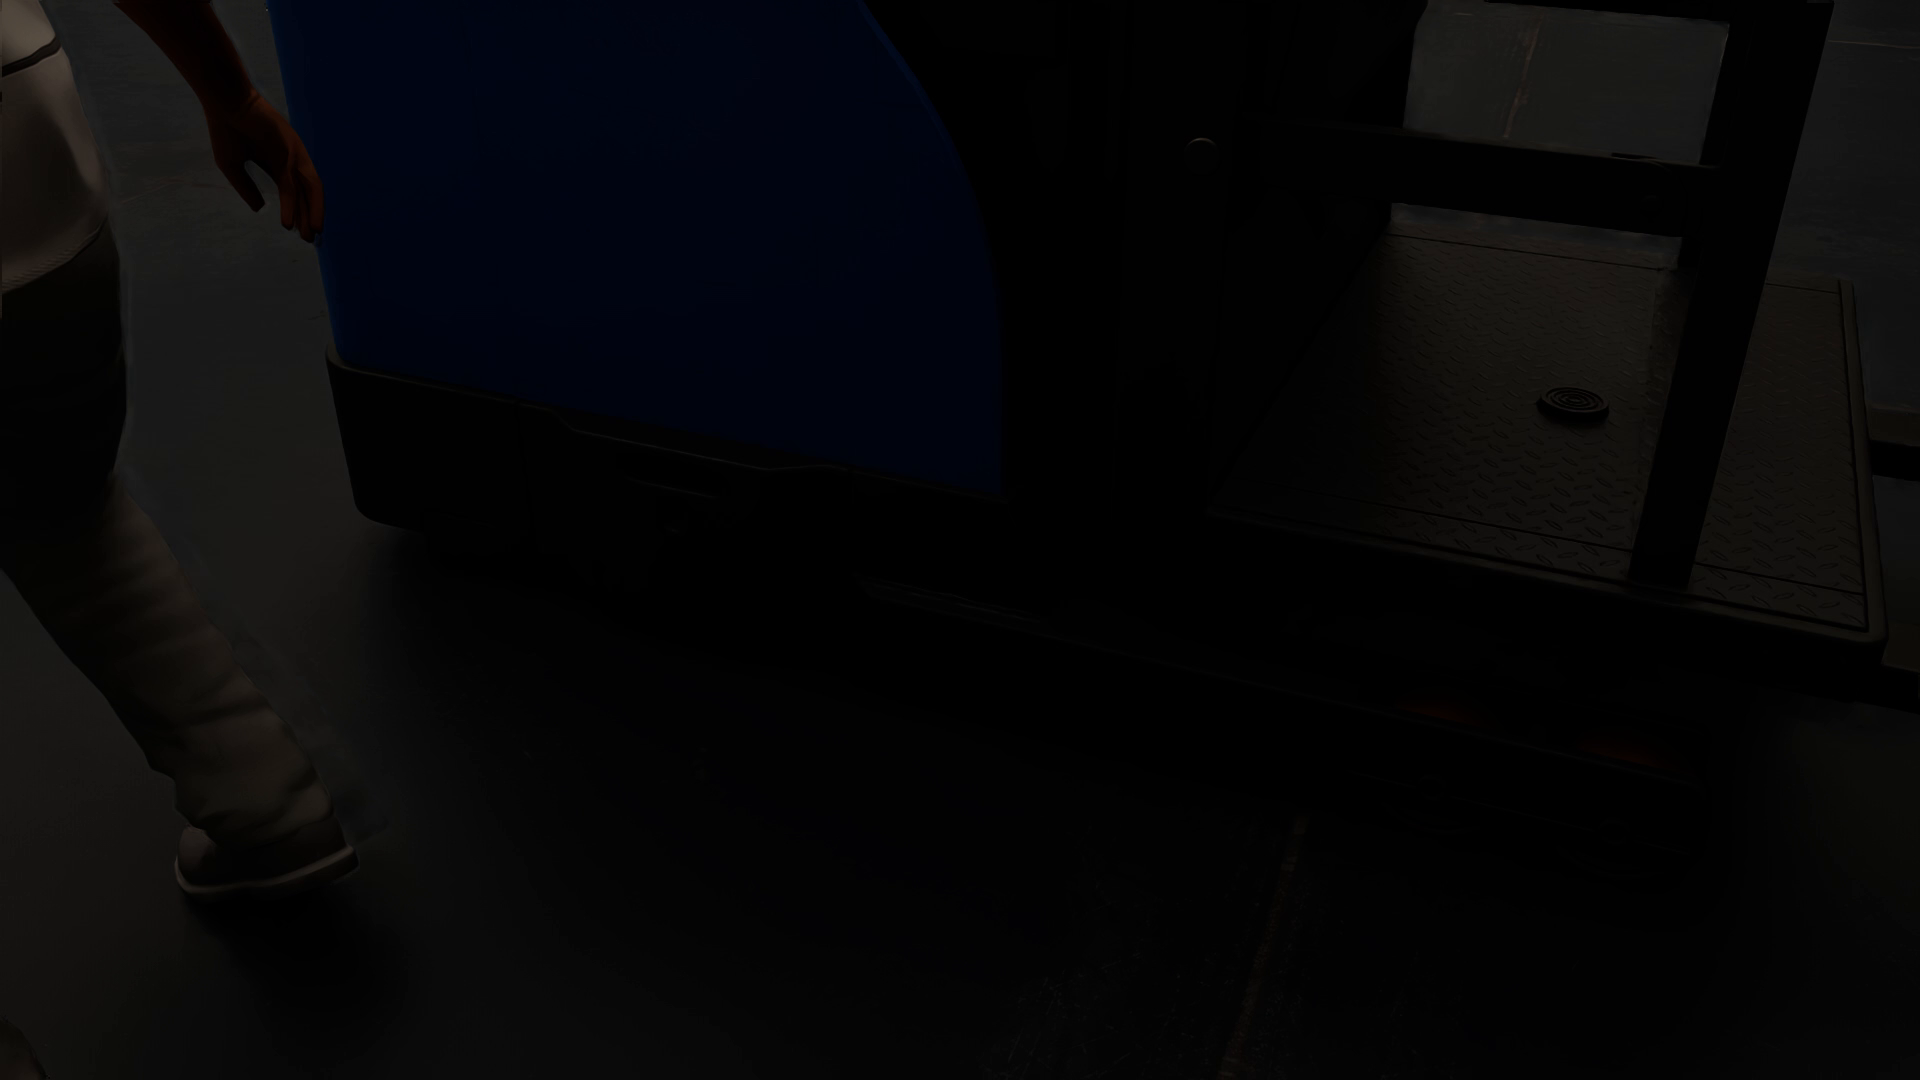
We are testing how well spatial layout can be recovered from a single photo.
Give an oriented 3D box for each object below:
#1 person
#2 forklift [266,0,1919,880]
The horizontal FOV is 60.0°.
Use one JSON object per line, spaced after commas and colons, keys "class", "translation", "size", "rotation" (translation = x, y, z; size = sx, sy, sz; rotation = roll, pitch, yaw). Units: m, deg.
{"class": "person", "translation": [-0.887, -0.235, 1.325], "size": [0.457, 1.595, 0.807], "rotation": [13, 32, 22]}
{"class": "forklift", "translation": [0.667, -1.199, 1.643], "size": [3.031, 2.935, 1.130], "rotation": [12, 32, 20]}
